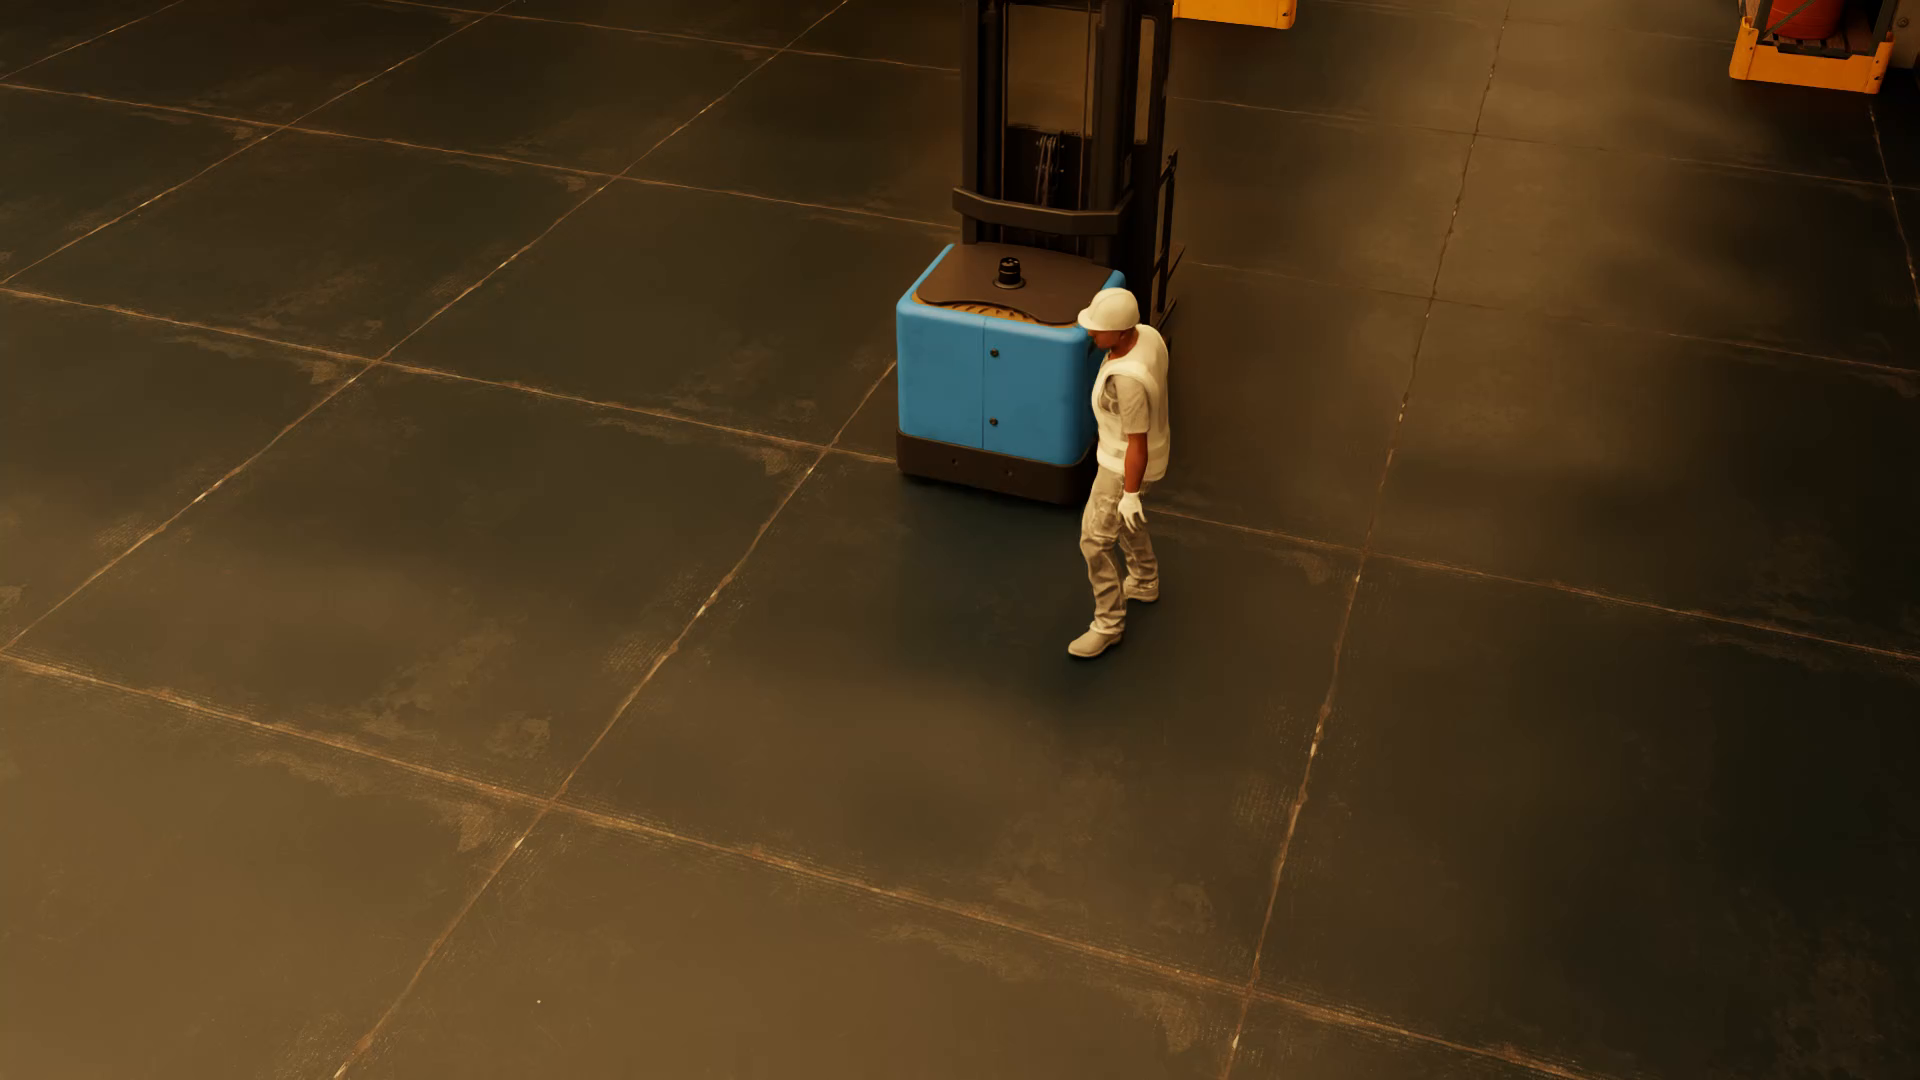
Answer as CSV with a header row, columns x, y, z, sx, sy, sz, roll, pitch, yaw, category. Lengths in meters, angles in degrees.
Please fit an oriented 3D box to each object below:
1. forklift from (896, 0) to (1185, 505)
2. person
x,y,z,sx,sy,sz,roll,pitch,yaw,category
0.647,-2.232,9.259,1.130,2.935,3.031,12,37,17,forklift
0.738,-0.375,7.675,0.440,1.746,0.887,7,36,9,person
